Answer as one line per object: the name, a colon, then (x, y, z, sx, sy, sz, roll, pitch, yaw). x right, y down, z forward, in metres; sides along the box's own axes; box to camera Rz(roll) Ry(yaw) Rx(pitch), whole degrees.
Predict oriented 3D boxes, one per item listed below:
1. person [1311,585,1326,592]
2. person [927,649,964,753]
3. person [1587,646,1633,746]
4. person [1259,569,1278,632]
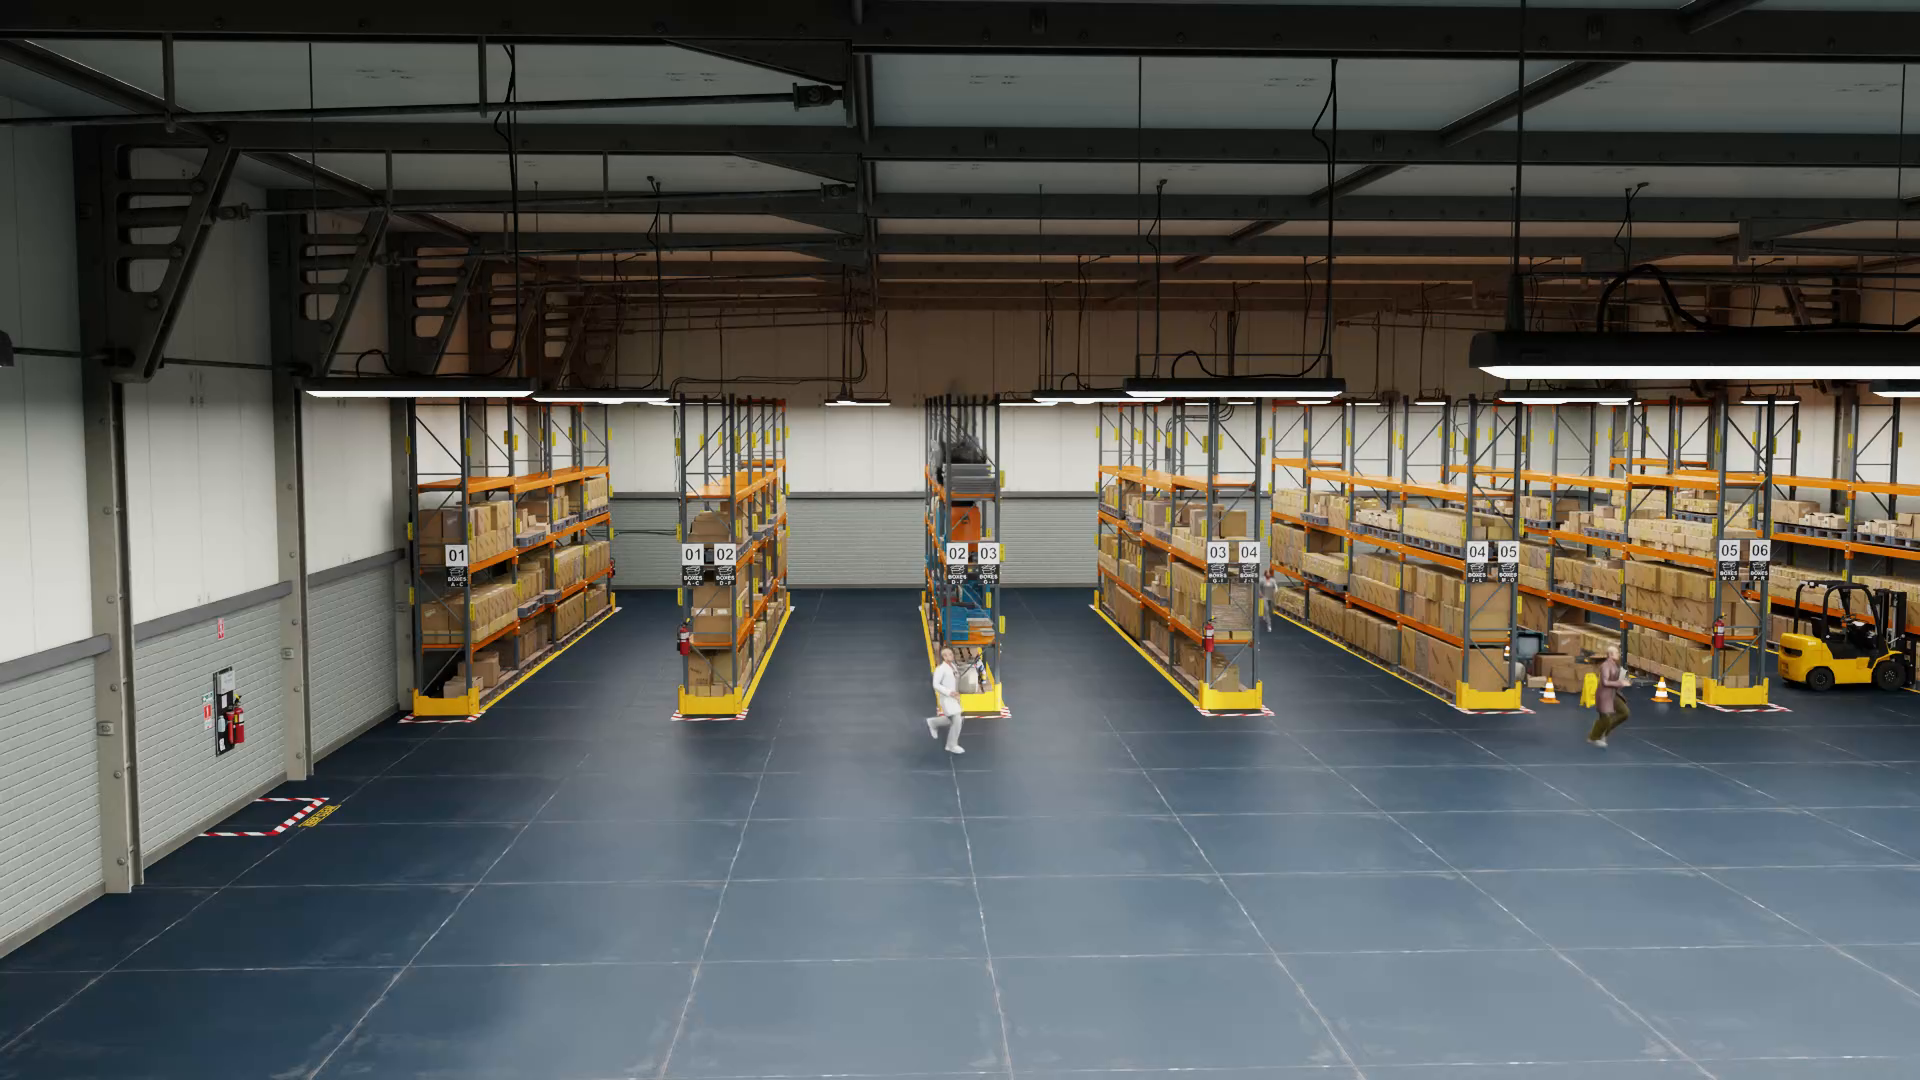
person: (10.668, 1.047, 49.266, 0.578, 1.607, 0.582, 0, 5, -2)
person: (-0.247, 2.714, 27.799, 0.710, 1.654, 0.741, 2, 5, 19)
person: (10.944, 2.636, 27.974, 0.793, 1.727, 0.759, 4, 6, 44)
person: (7.987, 1.545, 43.149, 0.511, 1.586, 0.997, 0, 5, -5)
